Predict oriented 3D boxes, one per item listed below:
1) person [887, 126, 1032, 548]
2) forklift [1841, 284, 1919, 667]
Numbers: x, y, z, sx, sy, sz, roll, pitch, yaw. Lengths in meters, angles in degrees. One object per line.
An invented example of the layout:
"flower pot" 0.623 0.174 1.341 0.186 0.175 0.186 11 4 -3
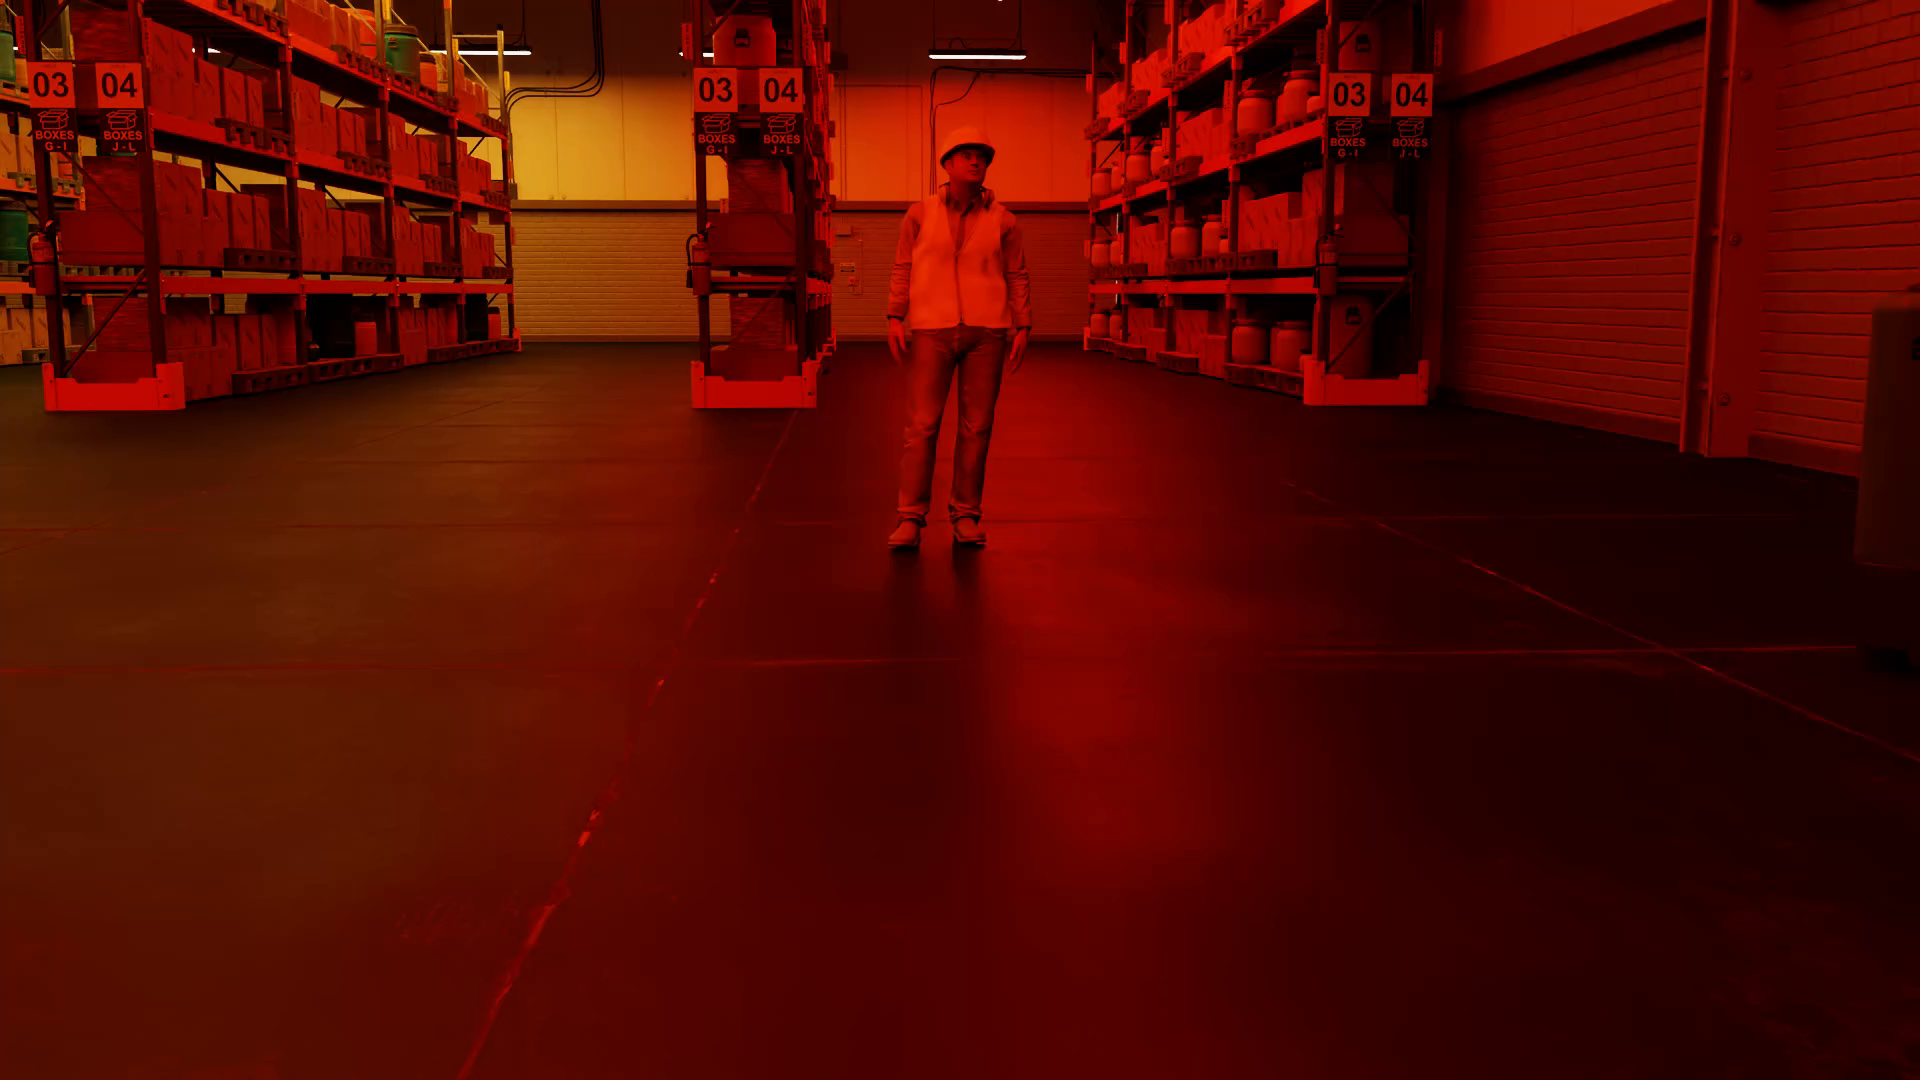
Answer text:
"person" -0.004 -0.875 7.116 0.633 1.775 0.566 -1 8 -4
"forklift" 4.071 -1.014 4.156 3.031 2.935 1.130 6 10 35
